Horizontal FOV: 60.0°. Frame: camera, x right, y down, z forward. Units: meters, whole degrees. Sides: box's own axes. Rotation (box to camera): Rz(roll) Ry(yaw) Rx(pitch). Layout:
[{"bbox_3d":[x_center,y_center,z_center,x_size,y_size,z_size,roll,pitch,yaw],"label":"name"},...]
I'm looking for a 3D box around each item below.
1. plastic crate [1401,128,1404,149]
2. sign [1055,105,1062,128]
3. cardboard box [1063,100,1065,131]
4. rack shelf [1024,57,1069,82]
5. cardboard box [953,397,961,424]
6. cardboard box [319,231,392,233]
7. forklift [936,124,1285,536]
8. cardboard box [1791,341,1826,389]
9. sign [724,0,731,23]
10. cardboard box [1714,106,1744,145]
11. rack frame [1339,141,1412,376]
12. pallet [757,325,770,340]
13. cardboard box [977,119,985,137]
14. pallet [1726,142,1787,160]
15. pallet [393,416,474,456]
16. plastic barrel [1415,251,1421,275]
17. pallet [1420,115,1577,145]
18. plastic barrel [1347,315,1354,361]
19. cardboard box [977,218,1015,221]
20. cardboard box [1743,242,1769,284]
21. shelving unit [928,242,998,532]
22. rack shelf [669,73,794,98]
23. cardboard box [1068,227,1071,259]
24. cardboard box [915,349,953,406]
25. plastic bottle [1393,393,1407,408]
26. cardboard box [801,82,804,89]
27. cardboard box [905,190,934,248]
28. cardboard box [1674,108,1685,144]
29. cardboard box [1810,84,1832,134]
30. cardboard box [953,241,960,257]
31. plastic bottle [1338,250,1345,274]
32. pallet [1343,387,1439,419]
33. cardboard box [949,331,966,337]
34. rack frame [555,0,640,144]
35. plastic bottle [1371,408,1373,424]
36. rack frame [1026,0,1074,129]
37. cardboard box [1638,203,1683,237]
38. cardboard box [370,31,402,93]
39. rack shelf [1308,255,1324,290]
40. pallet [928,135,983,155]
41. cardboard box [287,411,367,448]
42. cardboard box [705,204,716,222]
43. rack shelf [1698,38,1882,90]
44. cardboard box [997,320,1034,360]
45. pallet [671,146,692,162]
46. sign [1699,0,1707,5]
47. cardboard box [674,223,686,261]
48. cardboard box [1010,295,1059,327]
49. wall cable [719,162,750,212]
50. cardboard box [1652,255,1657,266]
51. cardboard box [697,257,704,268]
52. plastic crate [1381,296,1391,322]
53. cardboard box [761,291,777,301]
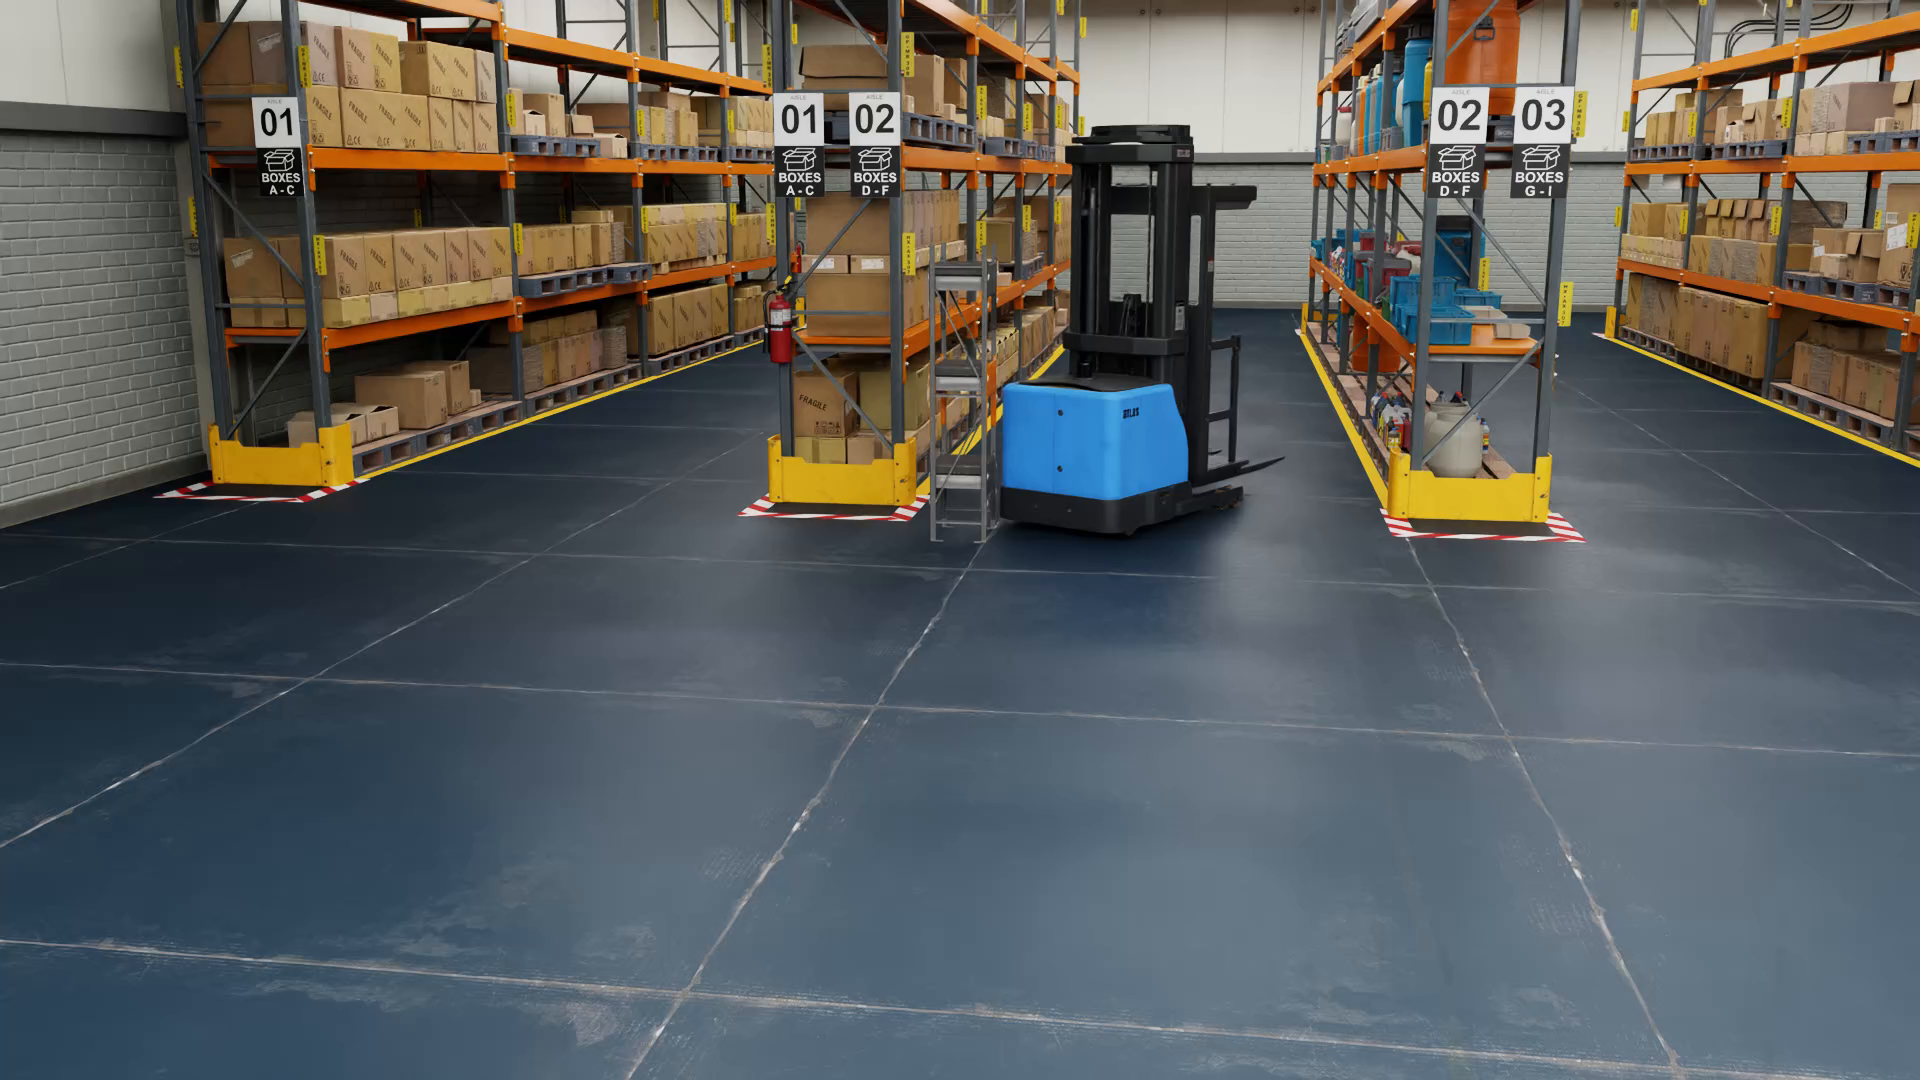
[{"bbox_3d":[4.049,-3.511,14.548,0.336,0.188,0.450,2,12,9],"label":"plastic crate"},{"bbox_3d":[1.446,-6.189,24.309,0.100,0.325,0.005,2,12,9],"label":"sign"},{"bbox_3d":[1.318,-6.815,26.765,0.700,0.500,0.500,2,12,9],"label":"cardboard box"},{"bbox_3d":[1.205,-7.386,26.156,0.919,0.124,3.809,2,12,9],"label":"rack shelf"},{"bbox_3d":[-0.275,-1.283,16.356,0.500,0.250,0.500,2,12,9],"label":"cardboard box"},{"bbox_3d":[-5.741,-2.681,15.844,0.500,0.500,0.500,2,12,9],"label":"cardboard box"},{"bbox_3d":[1.315,-1.676,12.815,1.333,2.935,3.695,9,15,37],"label":"forklift"},{"bbox_3d":[9.987,-1.993,19.011,0.700,0.500,0.500,1,12,6],"label":"cardboard box"},{"bbox_3d":[-3.460,-7.867,24.733,0.100,0.325,0.005,2,12,9],"label":"sign"},{"bbox_3d":[10.606,-5.572,22.375,0.700,0.500,0.500,2,12,10],"label":"cardboard box"},{"bbox_3d":[5.176,-3.301,20.189,1.000,3.000,0.127,2,12,9],"label":"rack frame"},{"bbox_3d":[-3.618,-3.502,27.740,1.003,0.211,1.213,2,12,9],"label":"pallet"},{"bbox_3d":[0.022,-4.624,18.566,0.500,0.250,0.500,1,12,4],"label":"cardboard box"},{"bbox_3d":[10.286,-4.883,20.858,1.003,0.211,1.213,2,12,11],"label":"pallet"},{"bbox_3d":[-5.482,-1.030,16.272,1.003,0.211,1.213,2,12,9],"label":"pallet"},{"bbox_3d":[4.925,-2.726,17.202,0.433,0.535,0.433,0,12,0],"label":"plastic barrel"},{"bbox_3d":[4.169,-3.178,12.950,1.003,0.211,1.213,2,12,9],"label":"pallet"},{"bbox_3d":[5.408,-2.665,21.964,0.600,0.588,0.708,2,12,9],"label":"plastic barrel"},{"bbox_3d":[0.560,-4.312,23.648,0.700,0.500,0.500,4,13,18],"label":"cardboard box"},{"bbox_3d":[9.984,-3.403,20.428,0.500,0.500,0.500,2,12,8],"label":"cardboard box"},{"bbox_3d":[0.026,-1.061,11.934,0.431,2.100,0.499,2,12,9],"label":"shelving unit"},{"bbox_3d":[-3.690,-7.256,26.960,1.077,0.370,4.000,2,12,9],"label":"rack shelf"},{"bbox_3d":[1.554,-4.862,27.198,0.500,0.500,0.500,2,12,9],"label":"cardboard box"},{"bbox_3d":[-0.350,-1.545,15.794,0.500,0.500,0.500,2,12,9],"label":"cardboard box"},{"bbox_3d":[4.169,-1.229,15.819,0.144,0.351,0.185,2,12,9],"label":"plastic bottle"},{"bbox_3d":[-1.032,-3.712,14.002,0.500,0.250,0.500,2,12,9],"label":"cardboard box"},{"bbox_3d":[-0.627,-2.906,15.042,0.700,0.500,0.500,2,12,9],"label":"cardboard box"},{"bbox_3d":[10.833,-6.019,24.210,0.700,0.500,0.500,3,12,12],"label":"cardboard box"},{"bbox_3d":[9.662,-4.705,18.160,0.500,0.500,0.500,2,12,9],"label":"cardboard box"},{"bbox_3d":[-0.203,-2.880,16.461,0.380,0.149,0.250,2,12,7],"label":"cardboard box"},{"bbox_3d":[5.058,-3.644,21.900,0.144,0.351,0.185,2,12,9],"label":"plastic bottle"},{"bbox_3d":[4.828,-1.524,18.565,1.003,0.211,1.213,2,12,9],"label":"pallet"},{"bbox_3d":[-0.161,-2.388,20.153,0.500,0.311,0.500,2,12,7],"label":"cardboard box"},{"bbox_3d":[-4.613,-6.554,21.046,1.000,3.000,0.127,2,12,9],"label":"rack frame"},{"bbox_3d":[4.047,-1.221,16.135,0.097,0.201,0.097,0,12,0],"label":"plastic bottle"},{"bbox_3d":[1.509,-8.060,28.033,0.949,2.616,0.053,2,12,9],"label":"rack frame"},{"bbox_3d":[10.809,-4.941,25.669,0.500,0.500,0.500,2,12,7],"label":"cardboard box"},{"bbox_3d":[-5.349,-4.252,14.826,0.500,0.500,0.500,2,12,10],"label":"cardboard box"},{"bbox_3d":[6.099,-4.198,26.060,1.077,0.370,4.000,2,12,9],"label":"rack shelf"},{"bbox_3d":[-0.210,-4.186,17.631,0.805,0.209,1.217,1,12,6],"label":"pallet"},{"bbox_3d":[-5.648,-0.998,14.842,0.500,0.311,0.500,0,12,2],"label":"cardboard box"},{"bbox_3d":[-3.905,-4.813,24.437,0.500,0.250,0.500,2,12,10],"label":"cardboard box"},{"bbox_3d":[10.378,-5.942,20.862,1.077,0.370,4.000,2,12,9],"label":"rack shelf"},{"bbox_3d":[0.709,-2.650,22.057,0.500,0.500,0.500,1,12,7],"label":"cardboard box"},{"bbox_3d":[-4.398,-5.364,23.093,1.003,0.211,1.213,2,12,11],"label":"pallet"},{"bbox_3d":[10.141,-7.463,22.668,0.100,0.325,0.005,2,12,9],"label":"sign"},{"bbox_3d":[-4.118,-4.130,23.049,0.500,0.500,0.500,2,12,8],"label":"cardboard box"},{"bbox_3d":[1.181,-3.681,26.833,0.797,0.503,0.637,2,12,9],"label":"cardboard box"},{"bbox_3d":[-4.121,-6.081,30.678,0.084,1.984,1.851,2,12,9],"label":"wall cable"},{"bbox_3d":[10.606,-4.192,24.919,0.380,0.149,0.250,2,12,8],"label":"cardboard box"},{"bbox_3d":[-3.956,-4.050,24.216,0.380,0.149,0.250,2,12,9],"label":"cardboard box"},{"bbox_3d":[4.073,-2.091,15.078,0.450,0.188,0.662,2,12,9],"label":"plastic crate"},{"bbox_3d":[-3.469,-4.017,28.450,0.700,0.500,0.500,2,12,8],"label":"cardboard box"}]
